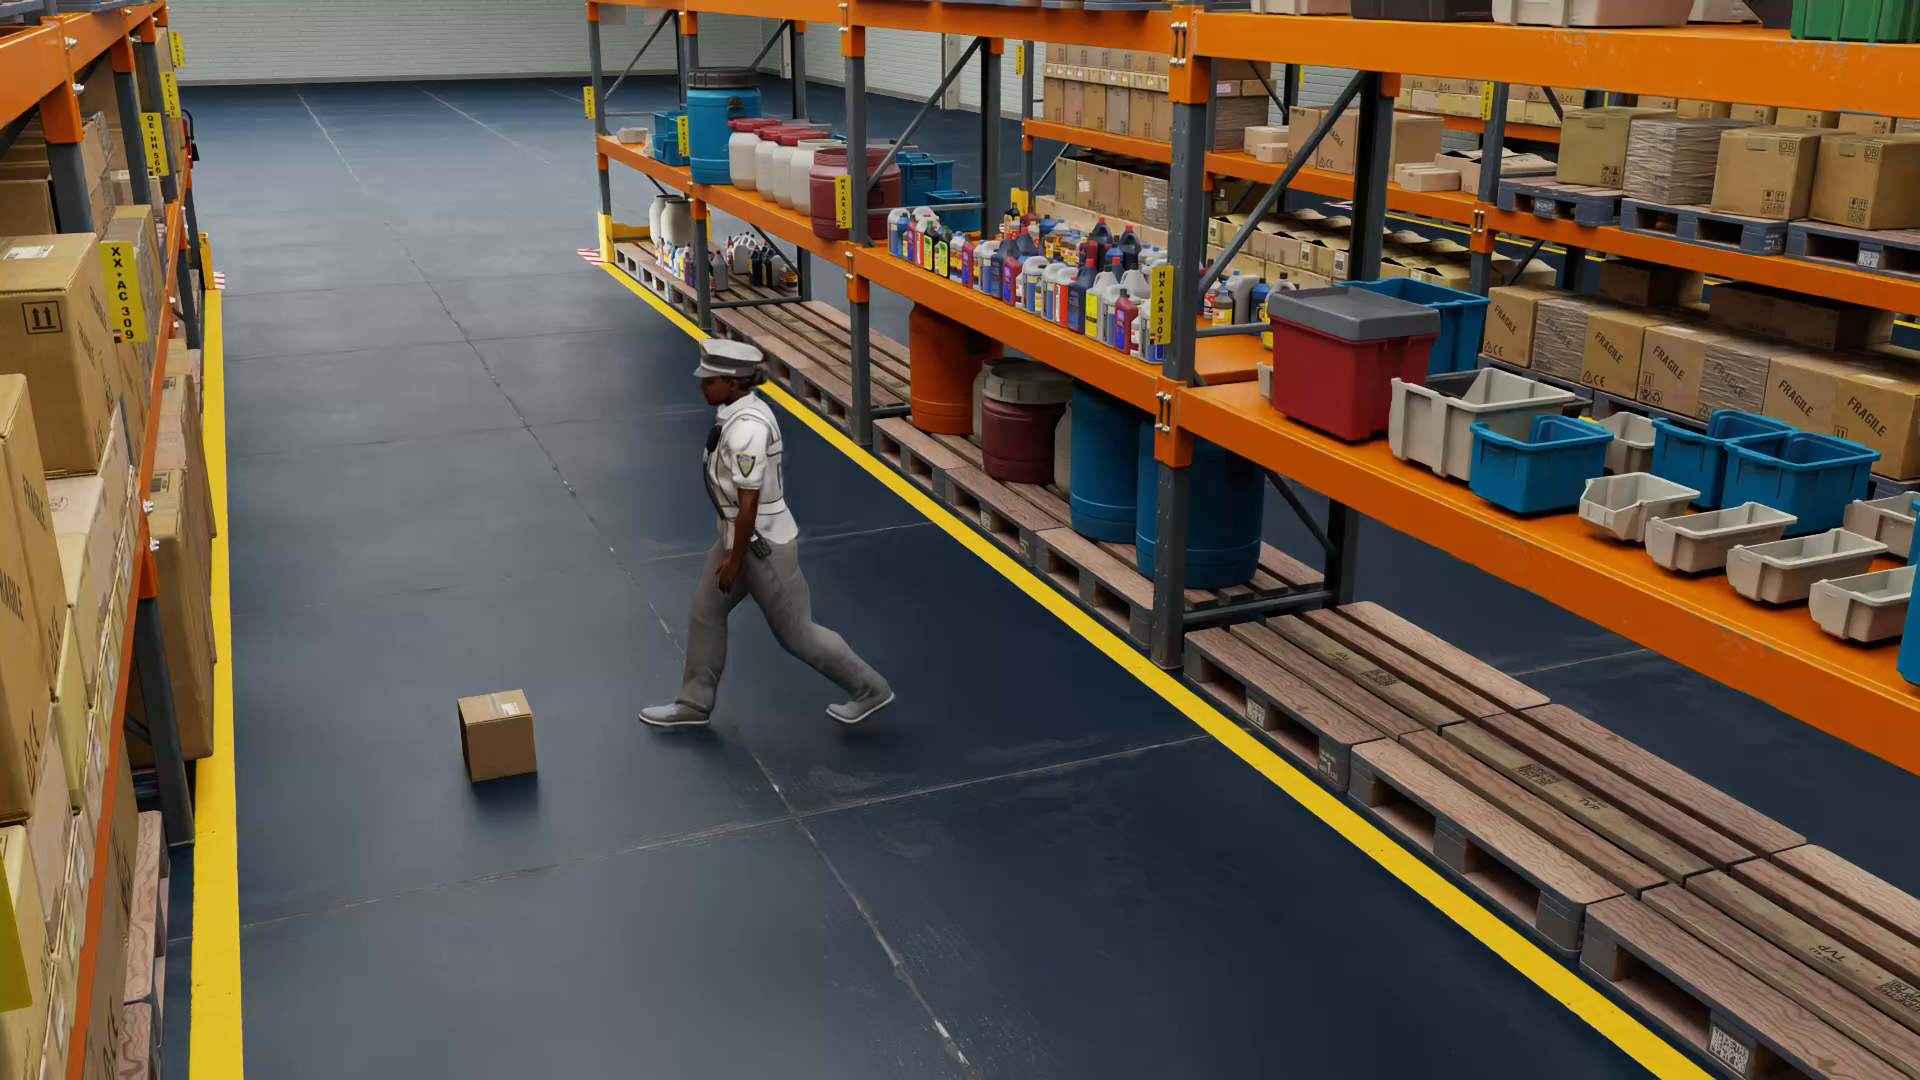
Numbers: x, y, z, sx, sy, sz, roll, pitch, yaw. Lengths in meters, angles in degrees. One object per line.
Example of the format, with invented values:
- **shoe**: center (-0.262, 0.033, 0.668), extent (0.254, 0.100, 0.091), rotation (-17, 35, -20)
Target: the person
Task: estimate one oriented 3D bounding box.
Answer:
- **person**: center (-0.797, -0.003, 6.578), extent (1.018, 1.620, 0.465), rotation (-5, 20, -15)
